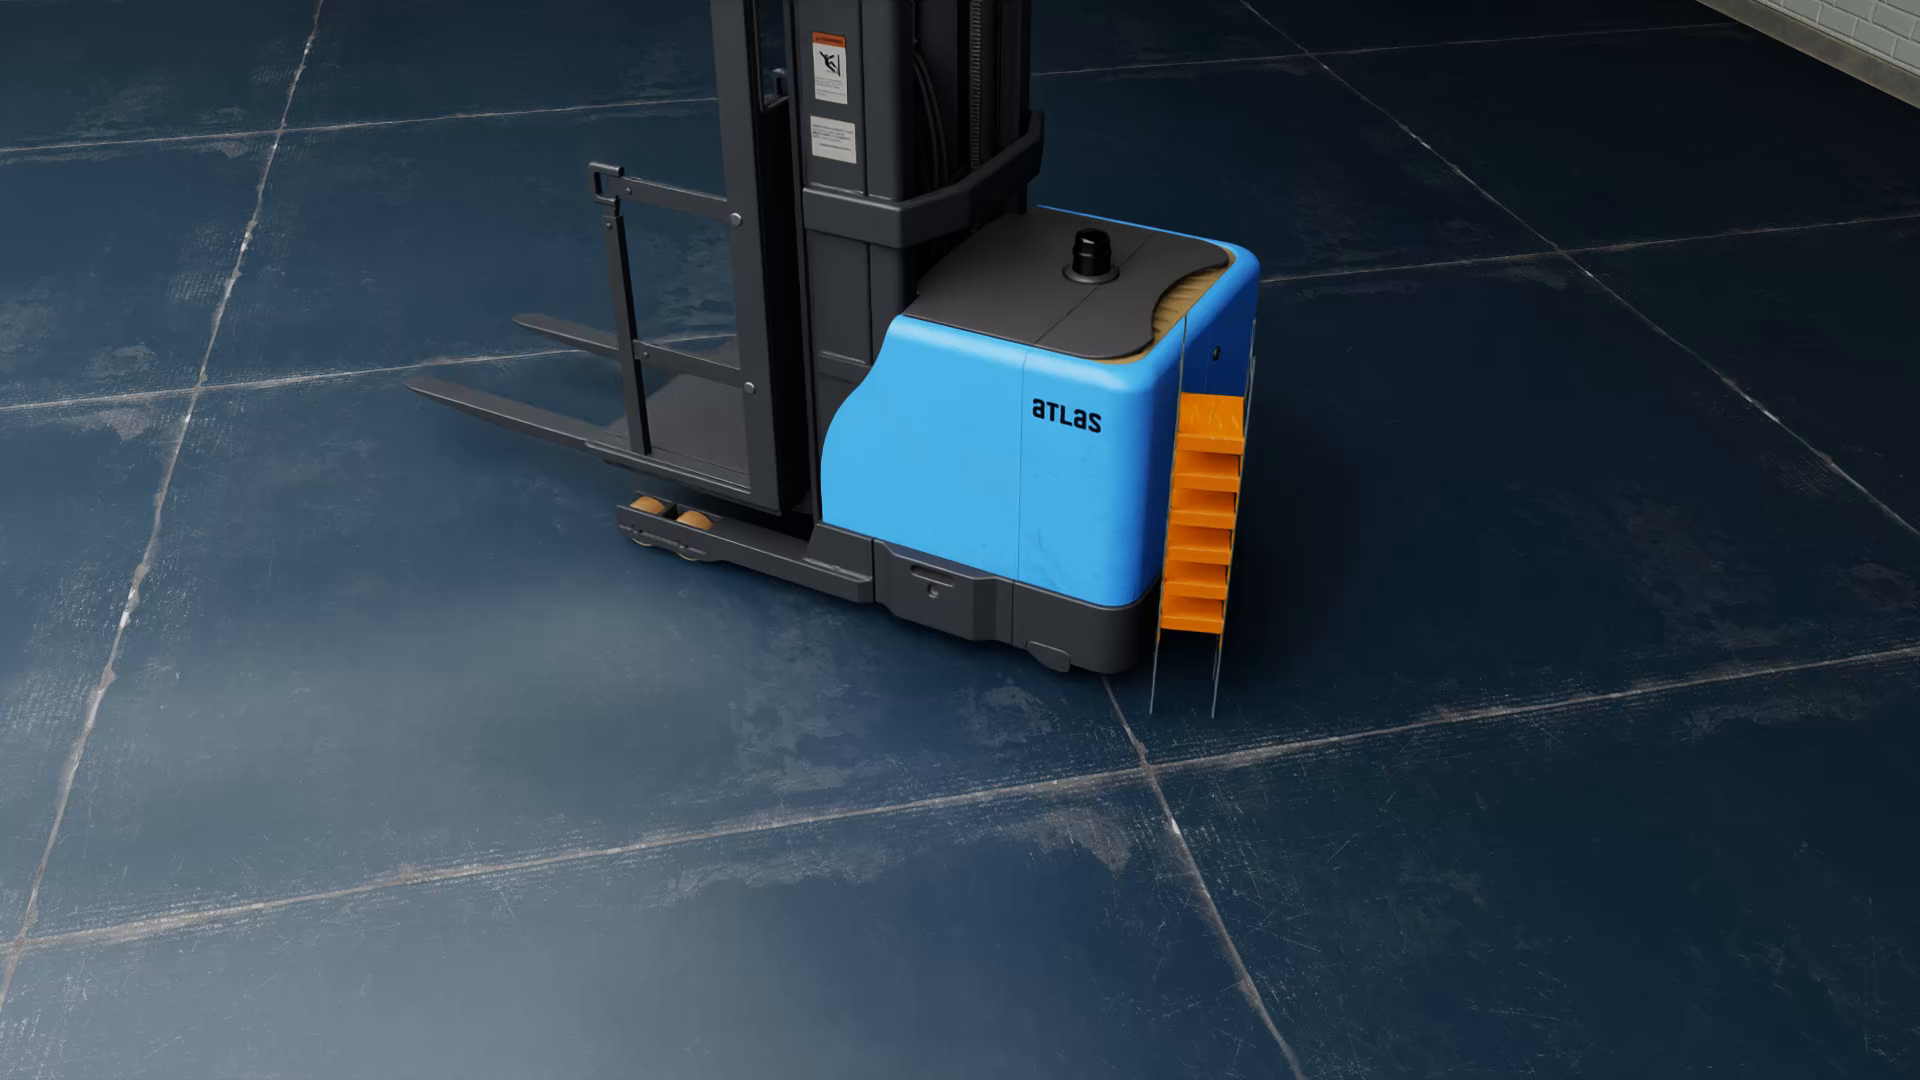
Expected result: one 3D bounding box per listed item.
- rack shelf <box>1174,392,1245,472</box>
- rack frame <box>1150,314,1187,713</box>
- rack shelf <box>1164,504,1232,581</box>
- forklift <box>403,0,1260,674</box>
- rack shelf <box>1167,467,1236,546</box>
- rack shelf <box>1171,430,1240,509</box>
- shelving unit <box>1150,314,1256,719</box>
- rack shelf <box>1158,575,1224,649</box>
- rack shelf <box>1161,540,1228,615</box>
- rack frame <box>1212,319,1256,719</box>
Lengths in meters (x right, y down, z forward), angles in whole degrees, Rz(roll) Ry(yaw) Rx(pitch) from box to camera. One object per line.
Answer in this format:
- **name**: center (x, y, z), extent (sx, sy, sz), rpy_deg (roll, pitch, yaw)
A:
- **rack shelf**: center (0.685, -0.302, 4.556), extent (0.180, 0.103, 0.258), rpy_deg (5, 34, 7)
- **rack frame**: center (0.593, -0.048, 4.742), extent (0.006, 1.200, 0.240), rpy_deg (5, 34, 7)
- **rack shelf**: center (0.683, -0.003, 4.756), extent (0.180, 0.103, 0.258), rpy_deg (5, 34, 7)
- **forklift**: center (-0.596, -1.387, 5.186), extent (3.031, 2.935, 1.130), rpy_deg (17, 37, 23)
- **rack shelf**: center (0.684, -0.103, 4.690), extent (0.180, 0.103, 0.258), rpy_deg (5, 34, 7)
- **rack shelf**: center (0.685, -0.202, 4.623), extent (0.180, 0.103, 0.258), rpy_deg (5, 34, 7)
- **shelving unit**: center (0.684, -0.040, 4.732), extent (0.189, 1.200, 0.258), rpy_deg (5, 34, 7)
- **rack shelf**: center (0.682, 0.196, 4.890), extent (0.180, 0.103, 0.258), rpy_deg (5, 34, 7)
- **rack shelf**: center (0.683, 0.097, 4.823), extent (0.180, 0.103, 0.258), rpy_deg (5, 34, 7)
- **rack frame**: center (0.774, -0.032, 4.721), extent (0.006, 1.200, 0.240), rpy_deg (5, 34, 7)
